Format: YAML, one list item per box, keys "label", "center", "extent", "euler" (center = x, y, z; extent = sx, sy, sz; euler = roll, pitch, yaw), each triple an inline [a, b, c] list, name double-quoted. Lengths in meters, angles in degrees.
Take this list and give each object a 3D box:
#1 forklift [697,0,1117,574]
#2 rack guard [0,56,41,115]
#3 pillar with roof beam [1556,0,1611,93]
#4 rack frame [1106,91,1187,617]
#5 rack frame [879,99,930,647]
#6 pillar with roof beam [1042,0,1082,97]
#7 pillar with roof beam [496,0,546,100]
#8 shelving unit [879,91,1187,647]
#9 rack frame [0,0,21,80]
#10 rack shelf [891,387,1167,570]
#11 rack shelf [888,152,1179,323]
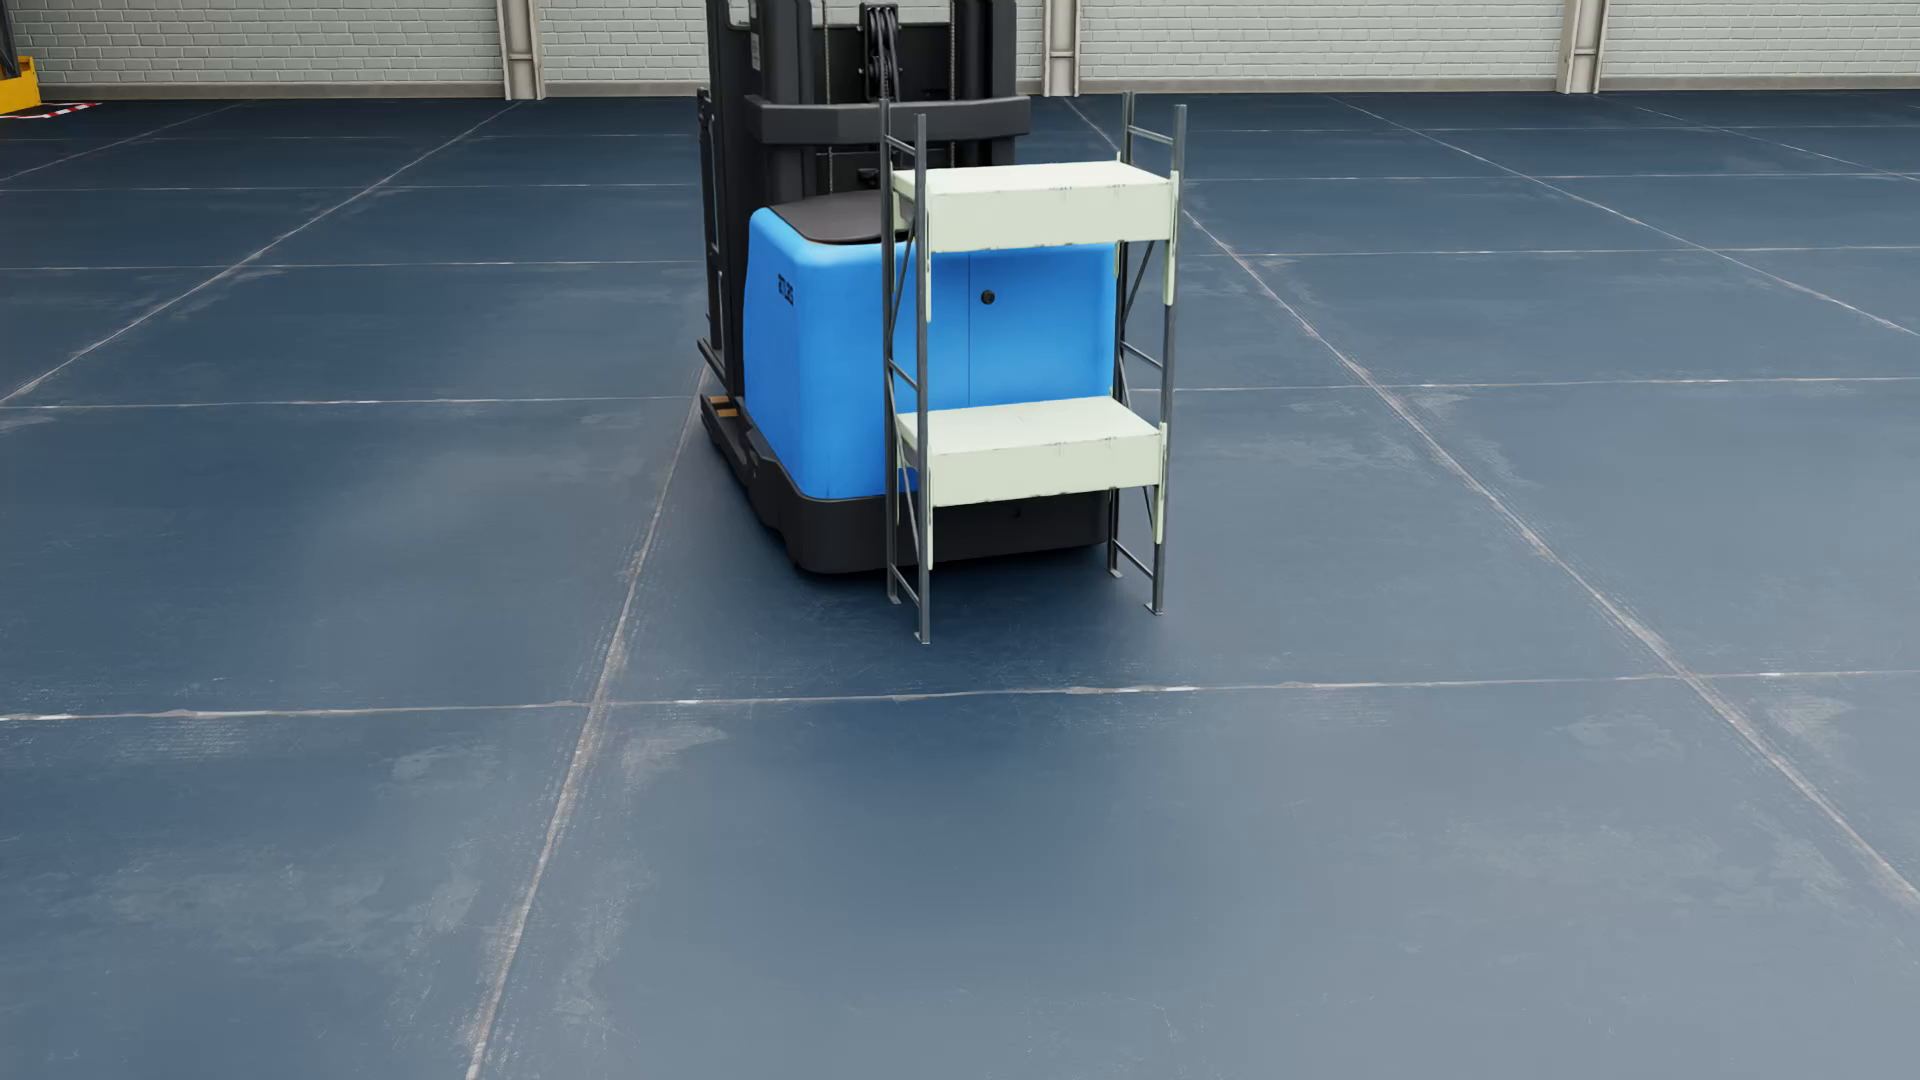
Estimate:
- label: "forklift"
  center: [-0.416, -1.757, 6.117]
  extent: [1.130, 2.935, 3.031]
  euler: [-6, 22, -16]
- label: "rack guard"
  center: [-10.071, -4.745, 17.382]
  extent: [0.348, 0.500, 1.175]
  euler: [-1, 21, -3]
- label: "pillar with roof beam"
  center: [7.375, -7.859, 13.616]
  extent: [0.400, 9.000, 9.100]
  euler: [-1, 21, -3]
- label: "rack frame"
  center: [0.542, -0.538, 4.926]
  extent: [0.023, 1.500, 0.400]
  euler: [-6, 22, -16]
- label: "rack frame"
  center: [-0.157, -0.461, 4.724]
  extent: [0.023, 1.500, 0.400]
  euler: [-6, 22, -16]
- label: "pillar with roof beam"
  center: [1.384, -7.737, 13.296]
  extent: [0.400, 9.000, 9.100]
  euler: [-1, 21, -3]
- label: "pillar with roof beam"
  center: [-4.606, -7.615, 12.975]
  extent: [0.400, 9.000, 9.100]
  euler: [-1, 21, -3]
- label: "shelving unit"
  center: [0.193, -0.499, 4.825]
  extent: [0.755, 1.500, 0.431]
  euler: [-6, 22, -16]
- label: "rack frame"
  center: [-10.095, -5.913, 16.936]
  extent: [0.127, 3.000, 1.000]
  euler: [-1, 21, -3]
- label: "rack shelf"
  center: [0.193, -0.195, 4.941]
  extent: [0.720, 0.370, 0.431]
  euler: [-6, 22, -16]
- label: "rack shelf"
  center: [0.193, -0.864, 4.686]
  extent: [0.720, 0.370, 0.431]
  euler: [-6, 22, -16]
